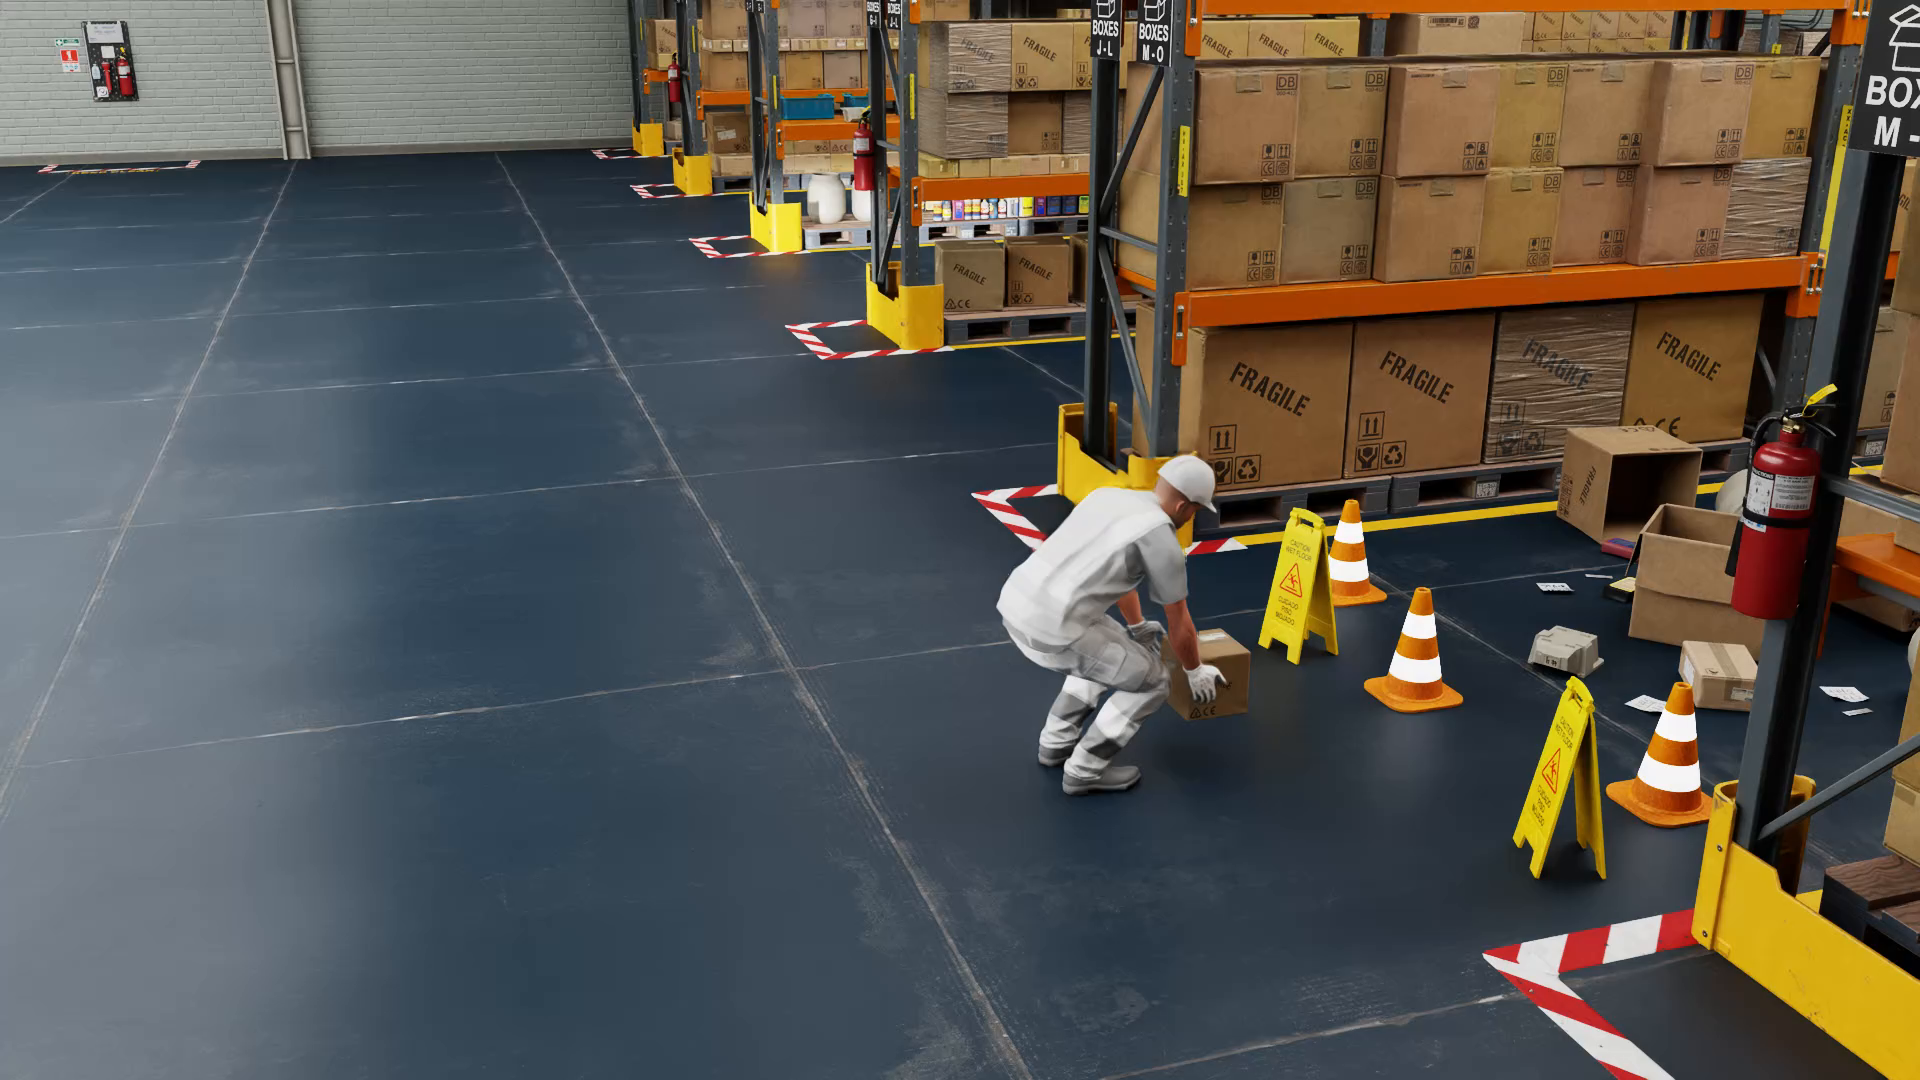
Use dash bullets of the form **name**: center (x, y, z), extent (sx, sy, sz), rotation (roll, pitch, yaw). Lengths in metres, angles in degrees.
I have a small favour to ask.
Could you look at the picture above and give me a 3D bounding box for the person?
- **person**: center (0.546, 0.290, 6.118), extent (0.845, 1.186, 0.586), rotation (-6, 20, -17)
